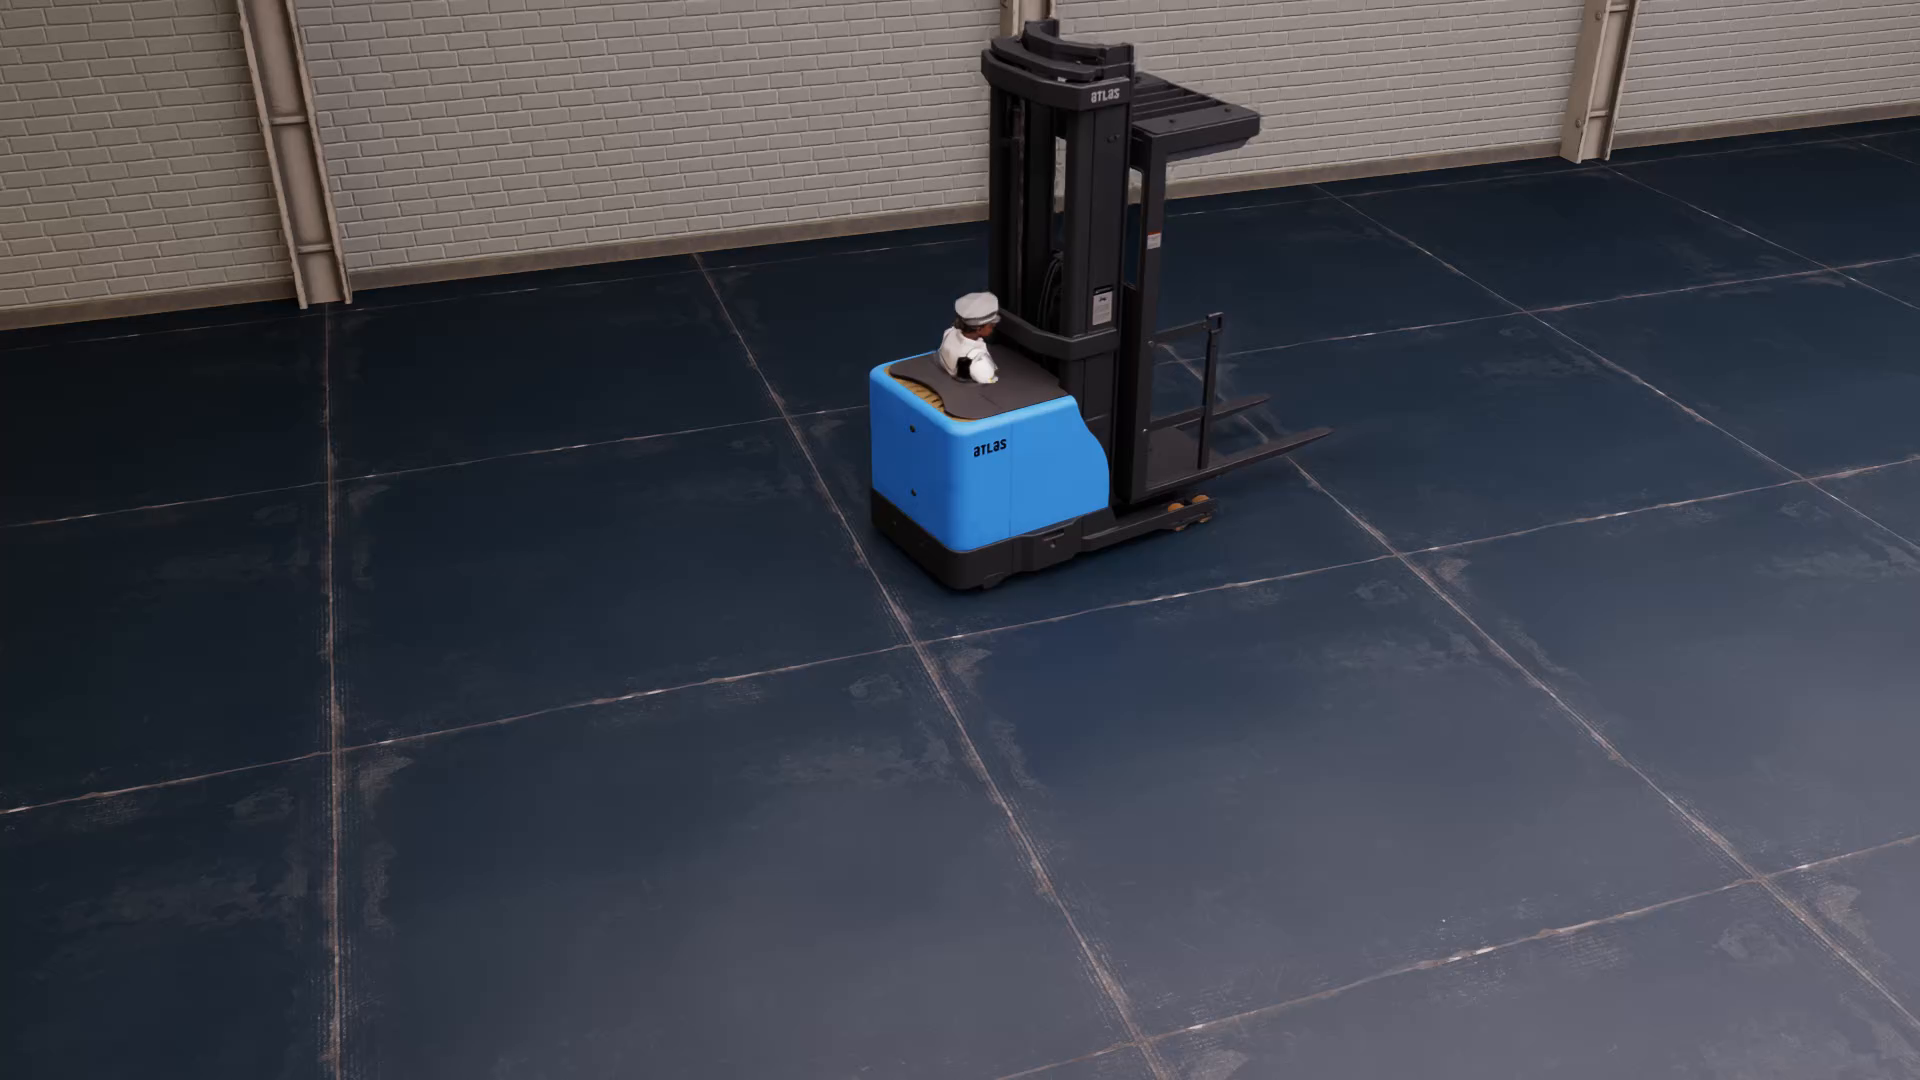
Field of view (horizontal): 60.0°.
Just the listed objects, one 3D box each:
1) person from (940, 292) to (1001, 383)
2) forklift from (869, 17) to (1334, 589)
[{"bbox_3d":[0.168,-0.730,9.709,0.521,1.508,0.775,-12,32,-20],"label":"person"},{"bbox_3d":[0.981,-1.532,9.750,3.031,2.935,1.130,-17,34,-27],"label":"forklift"}]
